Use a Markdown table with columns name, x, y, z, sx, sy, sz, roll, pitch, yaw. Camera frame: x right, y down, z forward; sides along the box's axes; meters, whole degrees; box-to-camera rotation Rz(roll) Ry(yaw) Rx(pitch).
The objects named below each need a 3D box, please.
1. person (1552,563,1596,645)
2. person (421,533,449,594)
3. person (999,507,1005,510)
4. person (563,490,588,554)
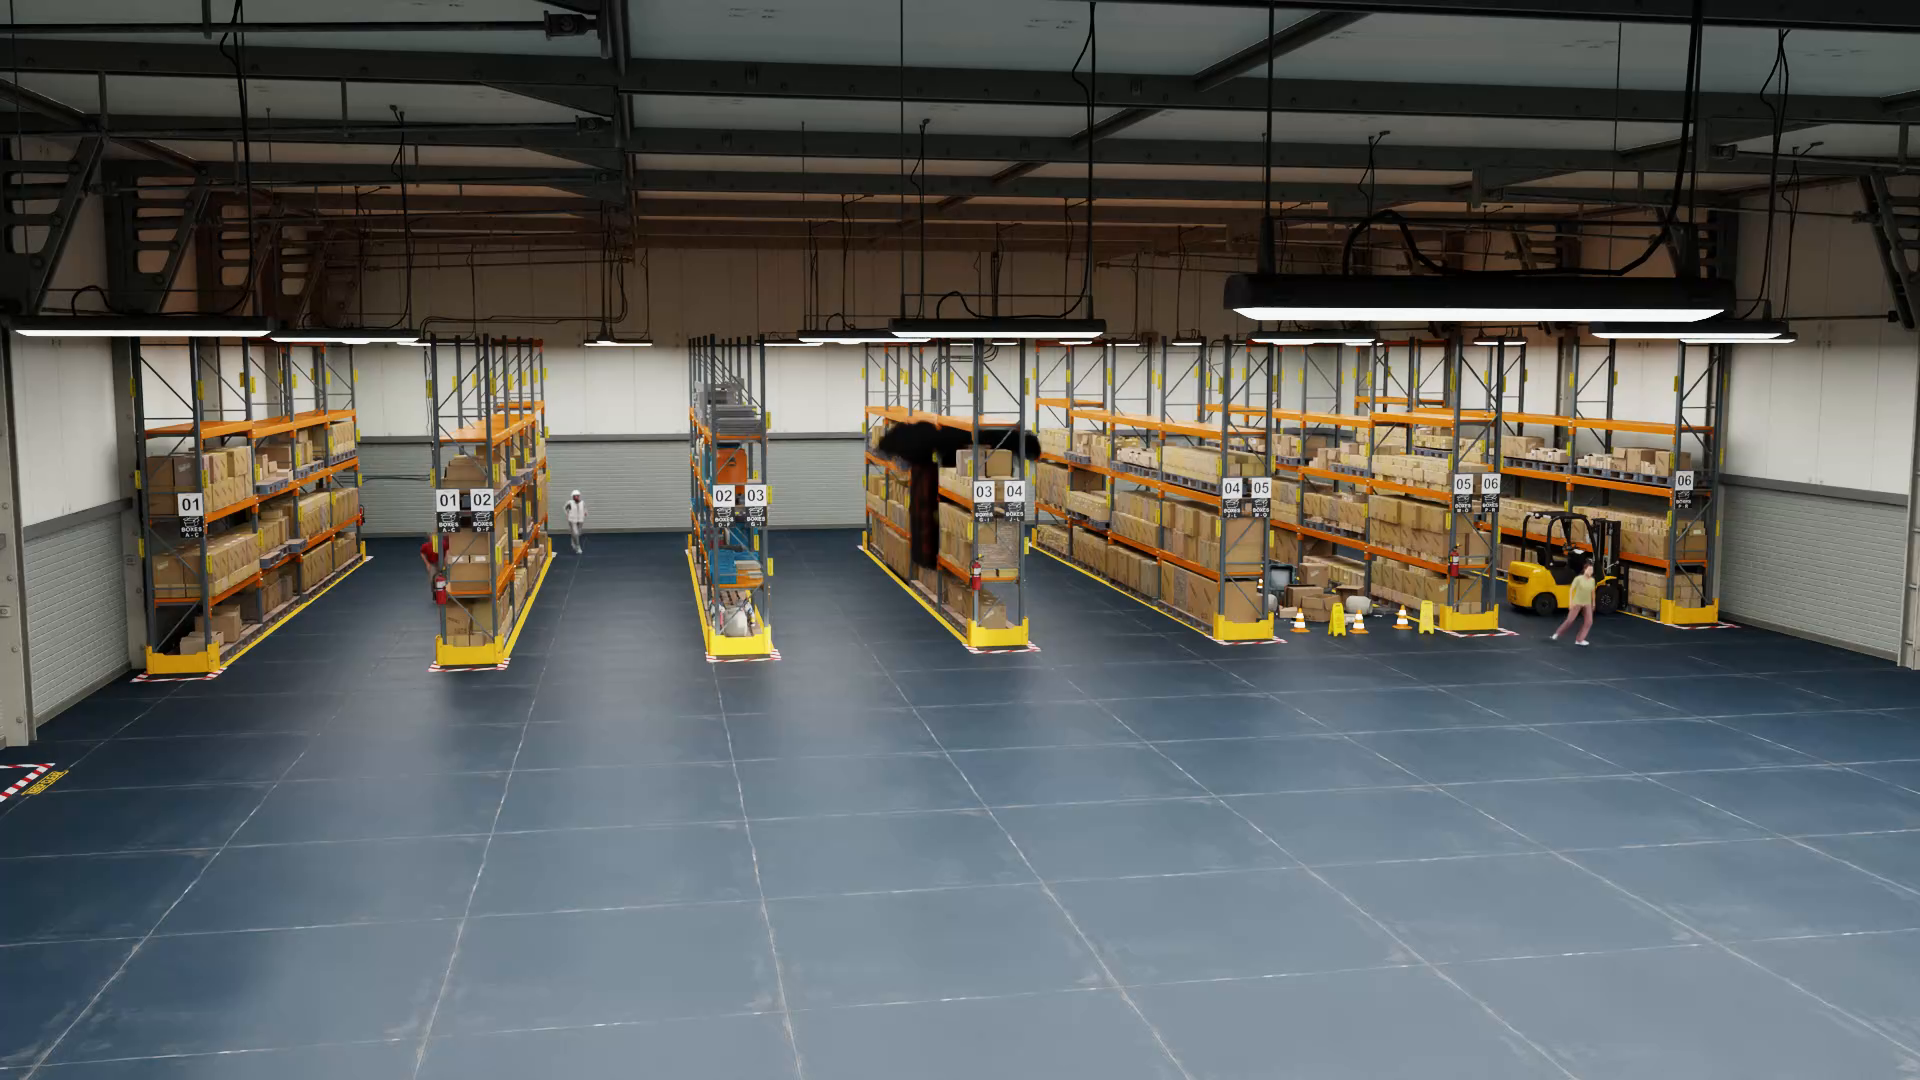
| name | x | y | z | sx | sy | sz | roll | pitch | yaw |
| --- | --- | --- | --- | --- | --- | --- | --- | --- | --- |
| person | 11.955 | 1.225 | 32.296 | 0.752 | 1.600 | 0.623 | -1 | 7 | -5 |
| person | -11.998 | 0.580 | 38.114 | 0.712 | 1.575 | 0.880 | -4 | 7 | -28 |
| person | 1.165 | -0.471 | 48.134 | 0.570 | 1.438 | 1.090 | -1 | 7 | -12 |
| person | -10.894 | -0.535 | 47.065 | 0.639 | 1.770 | 0.935 | -5 | 8 | -35 |
